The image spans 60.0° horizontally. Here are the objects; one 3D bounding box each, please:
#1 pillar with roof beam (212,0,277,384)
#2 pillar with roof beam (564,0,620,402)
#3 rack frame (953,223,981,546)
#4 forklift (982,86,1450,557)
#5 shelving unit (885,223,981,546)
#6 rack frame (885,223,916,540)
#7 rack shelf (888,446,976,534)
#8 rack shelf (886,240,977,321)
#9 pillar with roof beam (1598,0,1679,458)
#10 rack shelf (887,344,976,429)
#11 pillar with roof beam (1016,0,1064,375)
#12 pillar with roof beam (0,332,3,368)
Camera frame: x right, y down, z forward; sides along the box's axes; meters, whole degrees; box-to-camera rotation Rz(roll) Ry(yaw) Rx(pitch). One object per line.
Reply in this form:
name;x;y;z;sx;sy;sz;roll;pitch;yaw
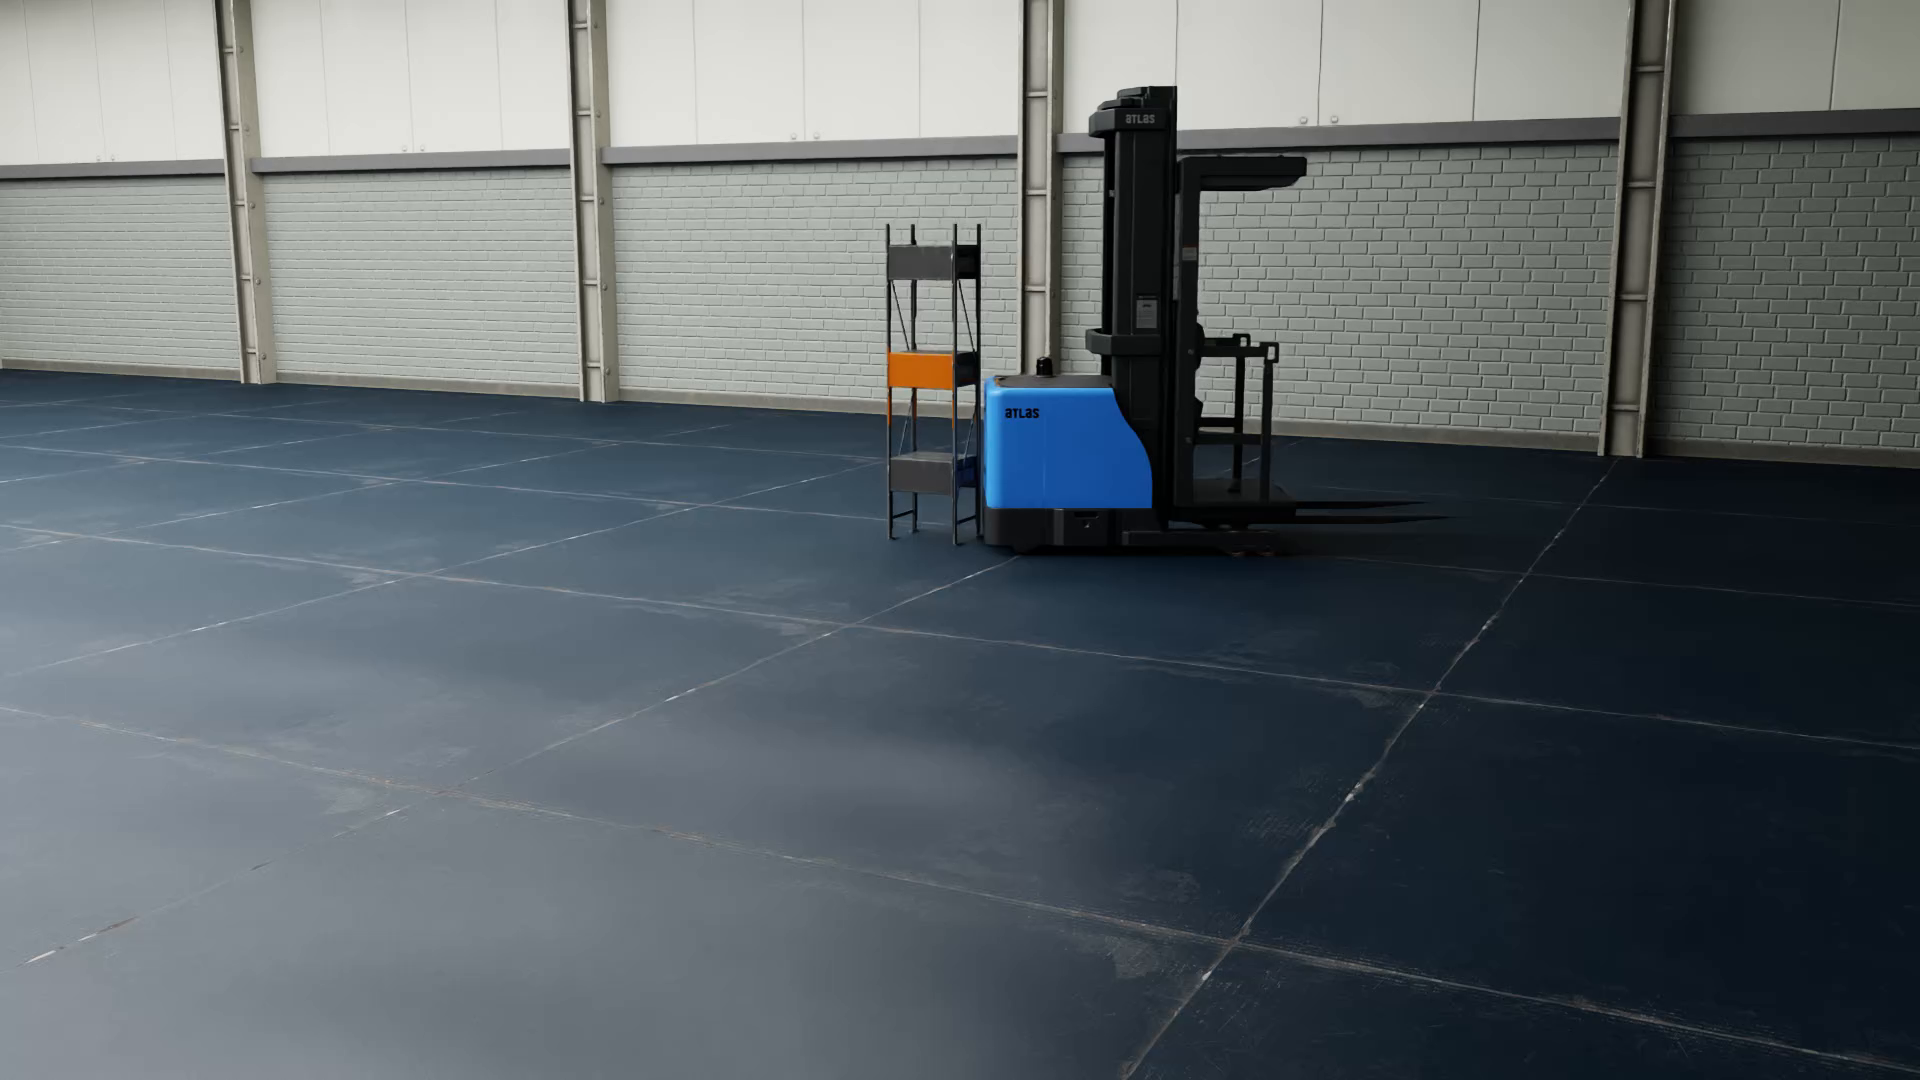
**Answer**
pillar with roof beam;-11.809;-5.964;18.914;0.400;9.000;9.100;5;11;26
pillar with roof beam;-6.428;-5.491;16.301;0.400;9.000;9.100;5;11;26
rack frame;0.046;-1.027;11.010;0.015;2.100;0.400;5;11;25
forklift;1.672;-1.431;10.908;3.031;2.935;1.130;0;10;-1
shelving unit;-0.175;-1.046;11.112;0.503;2.100;0.431;5;11;25
rack frame;-0.395;-1.064;11.214;0.015;2.100;0.400;5;11;25
rack shelf;-0.175;-0.343;11.239;0.480;0.518;0.431;5;11;25
rack shelf;-0.175;-1.721;10.990;0.480;0.518;0.431;5;11;25
pillar with roof beam;4.334;-4.545;11.077;0.400;9.000;9.100;5;11;26
rack shelf;-0.175;-1.032;11.115;0.480;0.518;0.431;5;11;25
pillar with roof beam;-1.047;-5.018;13.689;0.400;9.000;9.100;5;11;26
pillar with roof beam;-17.189;-6.437;21.526;0.400;9.000;9.100;5;11;26
